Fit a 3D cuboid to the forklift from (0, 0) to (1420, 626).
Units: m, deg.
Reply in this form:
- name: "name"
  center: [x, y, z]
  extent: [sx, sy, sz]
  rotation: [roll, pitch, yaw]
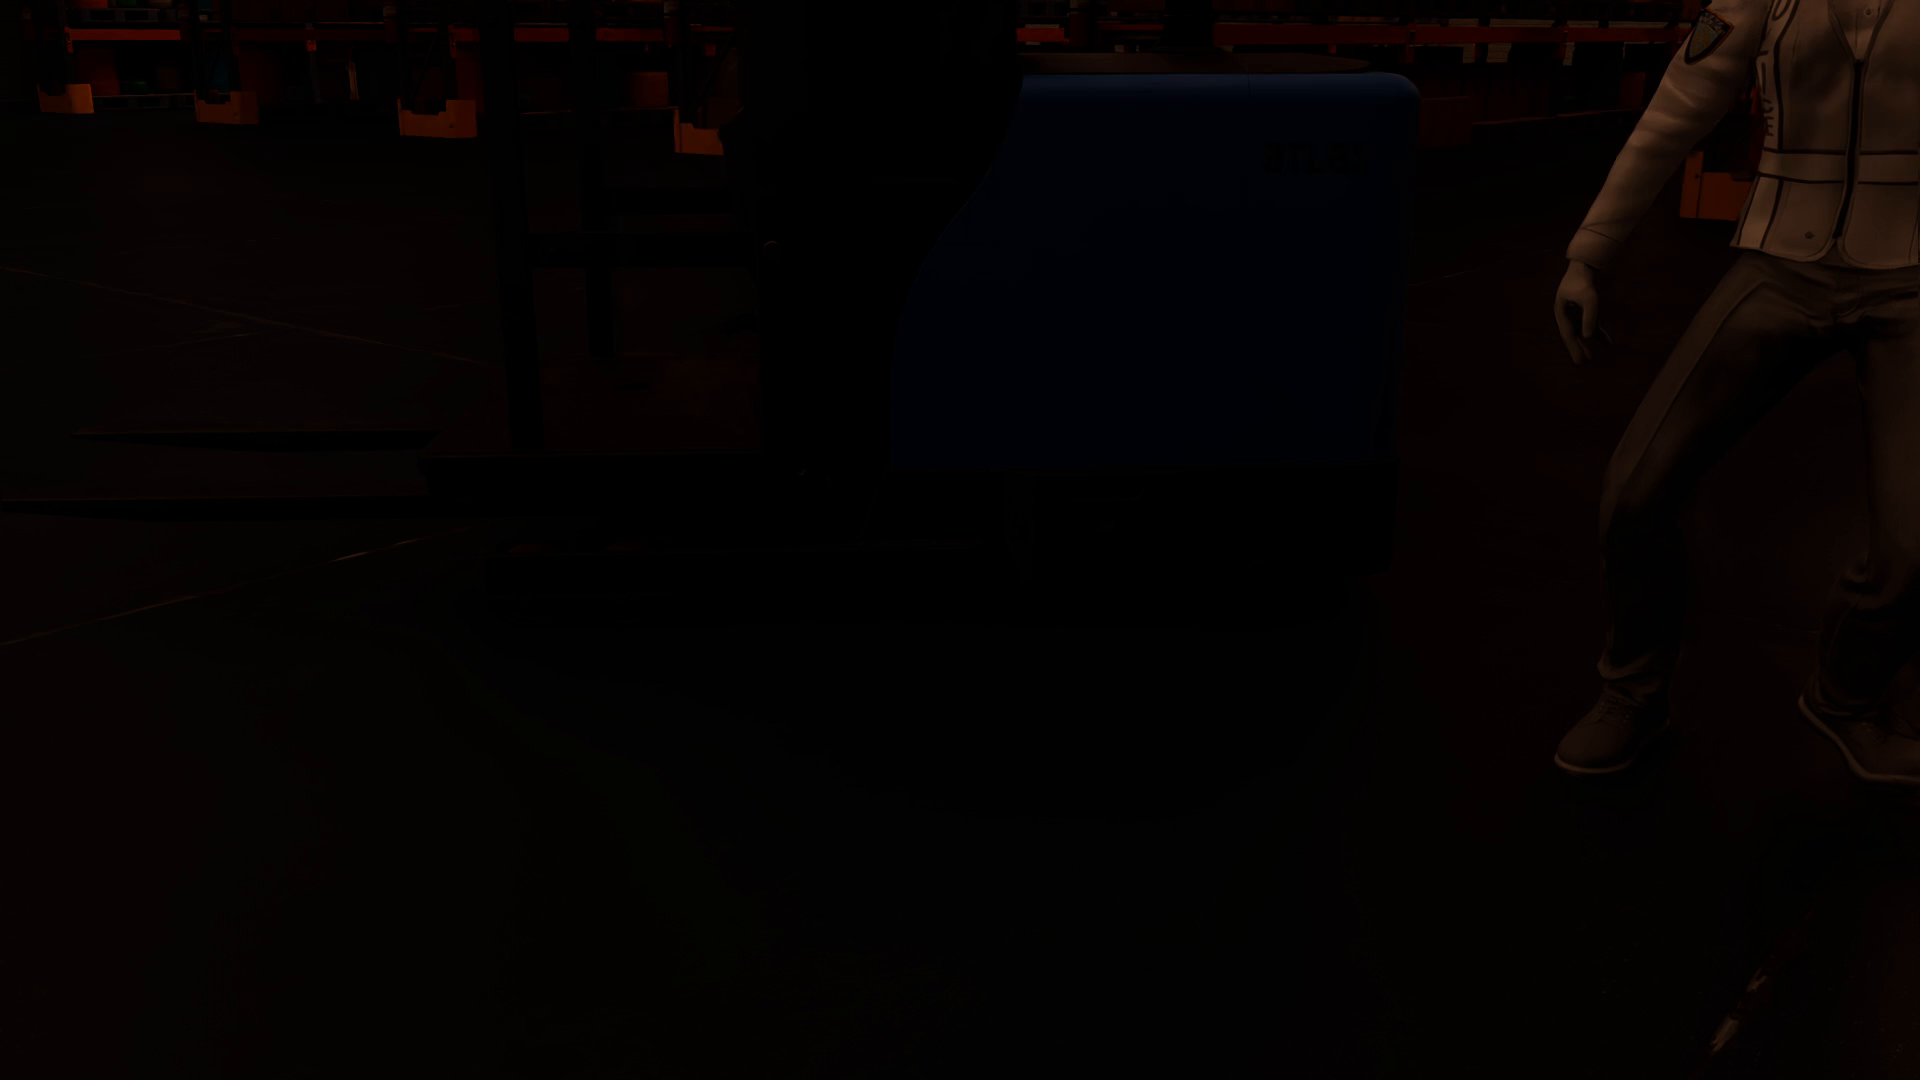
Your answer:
- name: "forklift"
  center: [-0.620, -1.387, 3.465]
  extent: [3.031, 2.935, 1.130]
  rotation: [-1, 17, -3]

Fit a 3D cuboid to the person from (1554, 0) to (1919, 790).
- name: "person"
  center: [1.264, -0.378, 2.462]
  extent: [0.418, 1.606, 0.715]
  rotation: [-15, 23, -41]
